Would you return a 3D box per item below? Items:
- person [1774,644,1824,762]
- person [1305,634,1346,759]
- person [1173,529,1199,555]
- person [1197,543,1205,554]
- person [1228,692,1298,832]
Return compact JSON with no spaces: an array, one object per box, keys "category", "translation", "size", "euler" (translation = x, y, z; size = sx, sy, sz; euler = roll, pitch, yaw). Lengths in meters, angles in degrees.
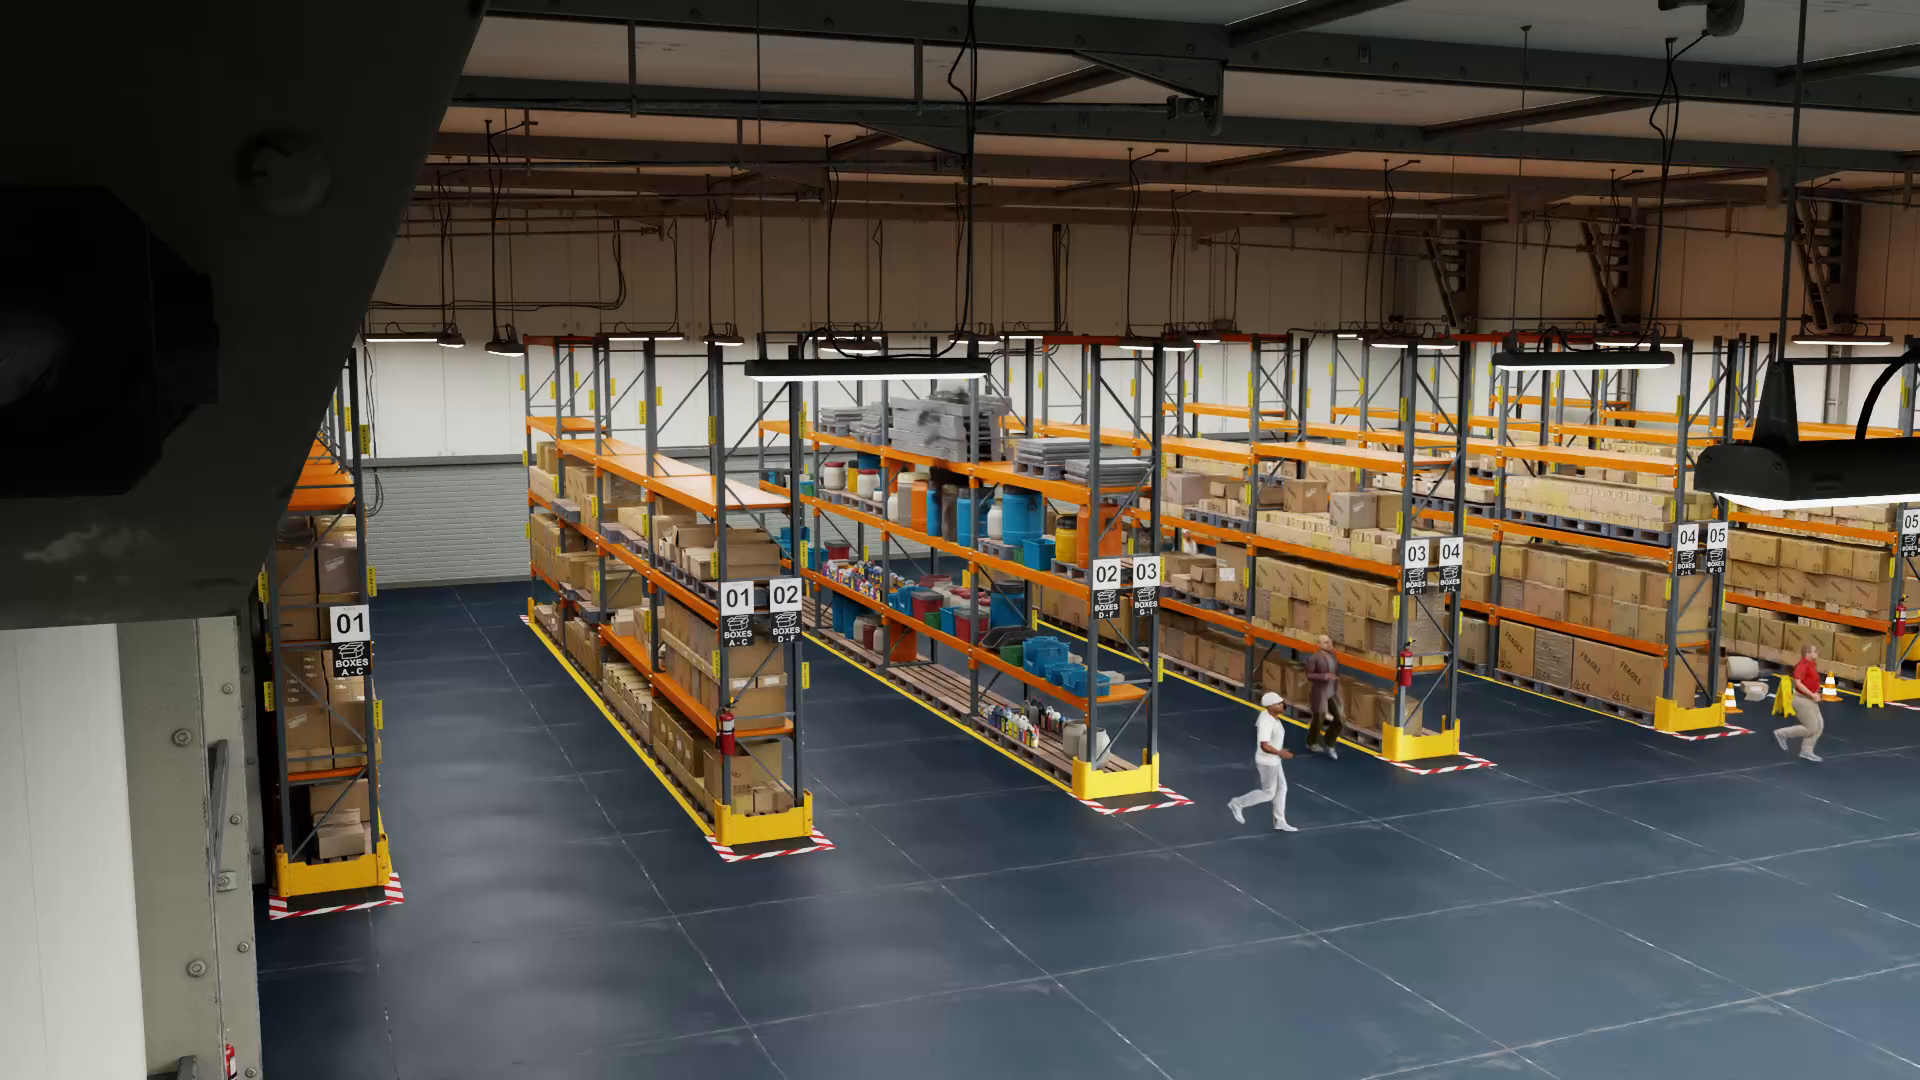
[{"category":"person","translation":[12.129,2.331,23.956],"size":[0.664,1.697,0.704],"euler":[5,9,32]},{"category":"person","translation":[5.295,2.273,24.052],"size":[0.685,1.822,0.757],"euler":[-3,8,-24]},{"category":"person","translation":[5.030,0.587,36.783],"size":[0.667,1.741,0.601],"euler":[-4,9,-28]},{"category":"person","translation":[5.964,-0.014,41.860],"size":[0.598,1.647,0.582],"euler":[7,10,41]},{"category":"person","translation":[3.779,2.745,20.613],"size":[0.863,1.760,0.708],"euler":[2,8,13]}]
